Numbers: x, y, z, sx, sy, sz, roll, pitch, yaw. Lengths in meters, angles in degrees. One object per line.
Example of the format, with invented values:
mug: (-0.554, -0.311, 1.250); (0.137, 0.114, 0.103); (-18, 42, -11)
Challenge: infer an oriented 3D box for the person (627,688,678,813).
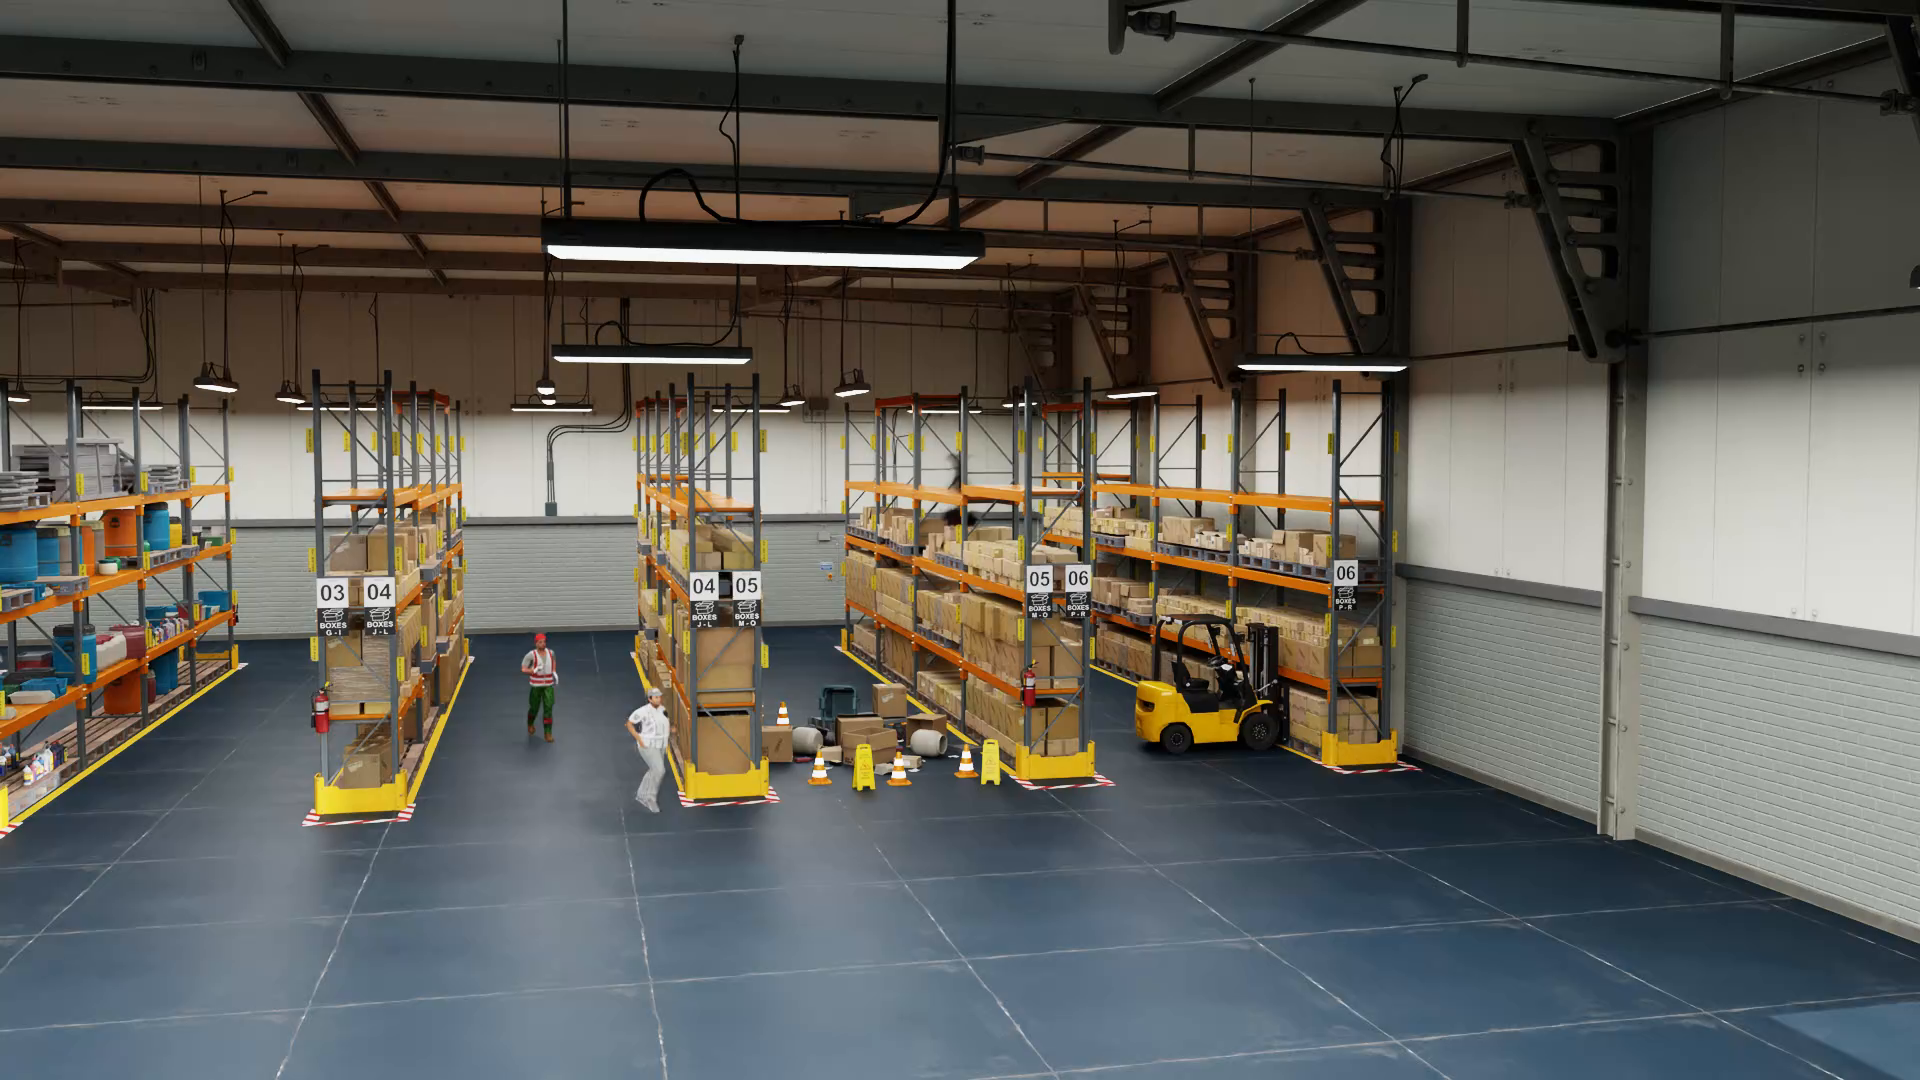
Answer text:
person: (-4.190, 2.874, 22.751); (0.721, 1.711, 0.581); (2, 4, 30)

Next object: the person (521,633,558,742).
person: (-7.076, 2.459, 28.025); (0.670, 1.782, 0.961); (-2, 4, -32)
